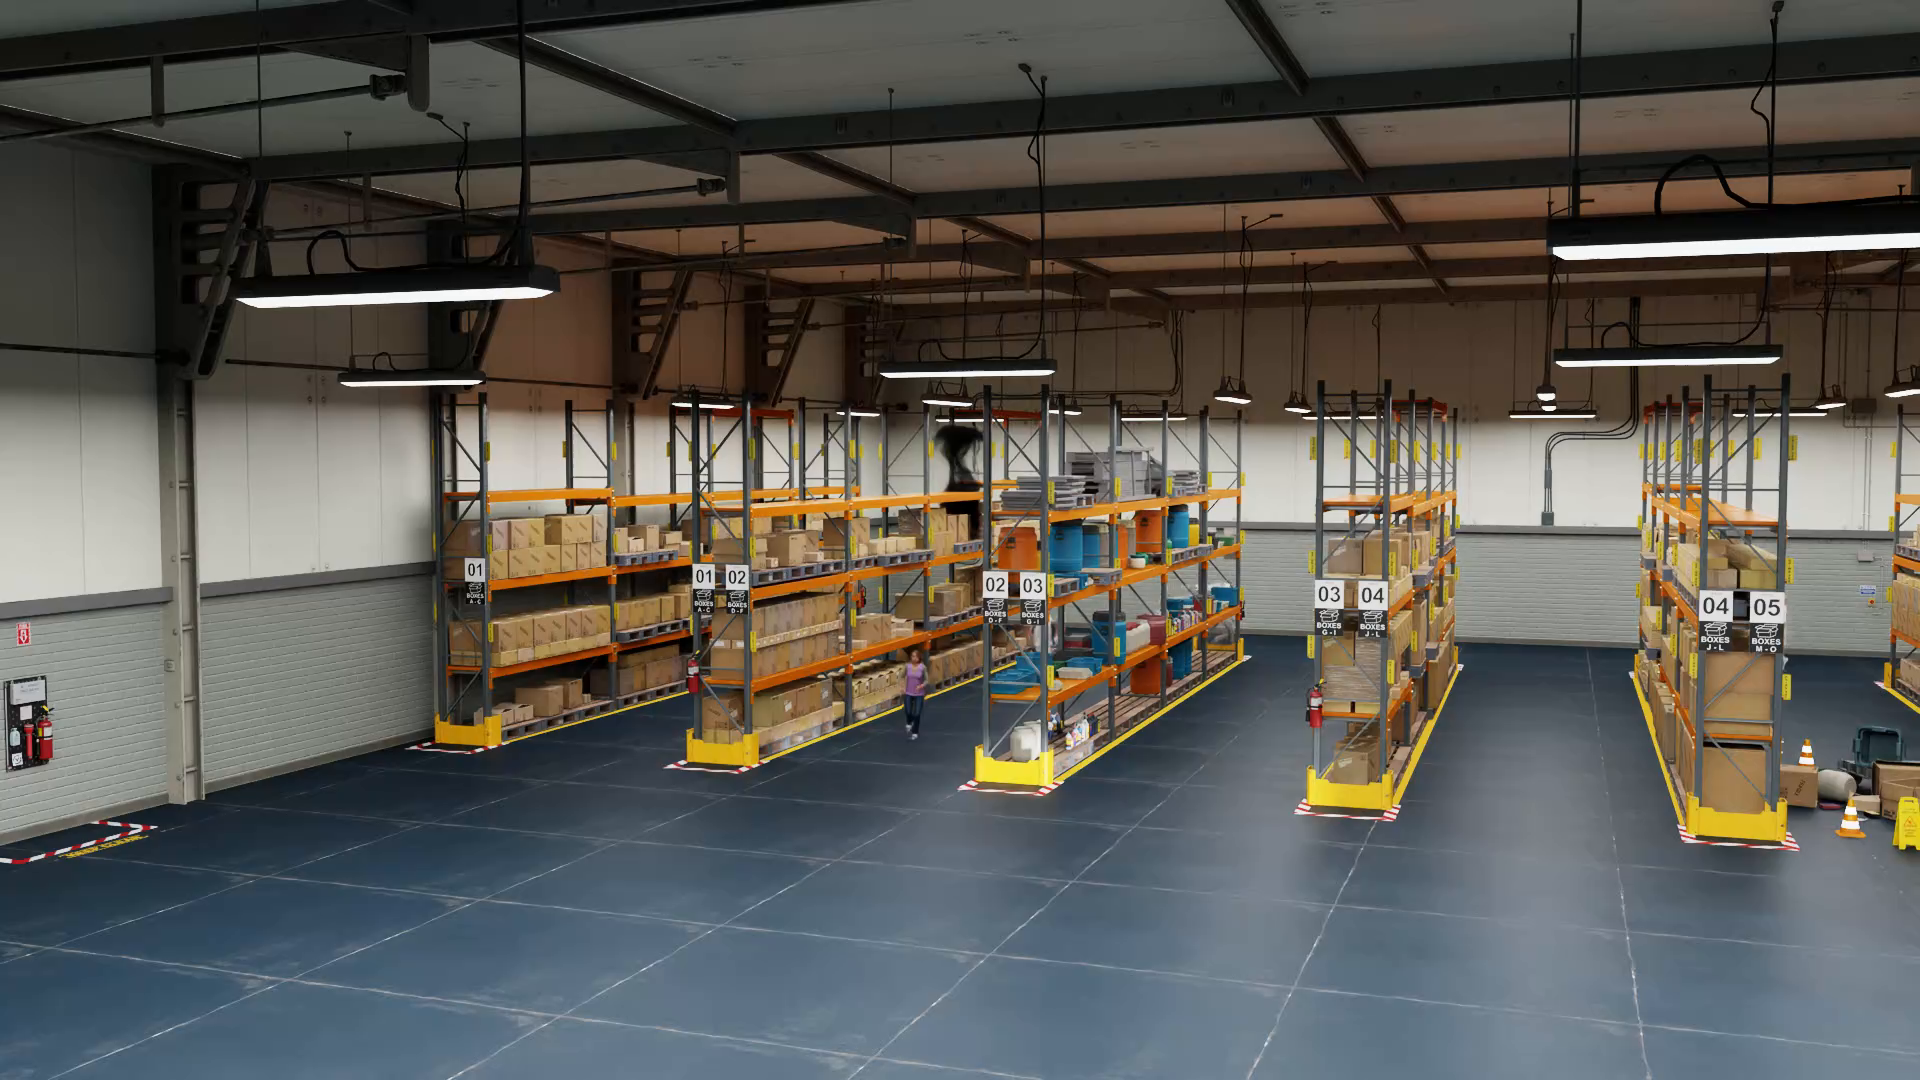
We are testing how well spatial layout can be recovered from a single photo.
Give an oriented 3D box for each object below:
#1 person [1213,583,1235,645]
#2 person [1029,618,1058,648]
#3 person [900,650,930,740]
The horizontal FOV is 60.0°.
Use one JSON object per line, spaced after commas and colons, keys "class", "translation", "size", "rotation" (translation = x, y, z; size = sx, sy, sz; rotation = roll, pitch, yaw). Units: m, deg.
{"class": "person", "translation": [6.567, 1.907, 41.069], "size": [0.701, 1.684, 0.697], "rotation": [2, 4, 35]}
{"class": "person", "translation": [1.770, 2.249, 35.022], "size": [0.613, 1.770, 0.934], "rotation": [1, 3, 13]}
{"class": "person", "translation": [-0.798, 2.699, 28.775], "size": [0.537, 1.540, 0.537], "rotation": [0, 3, 4]}
